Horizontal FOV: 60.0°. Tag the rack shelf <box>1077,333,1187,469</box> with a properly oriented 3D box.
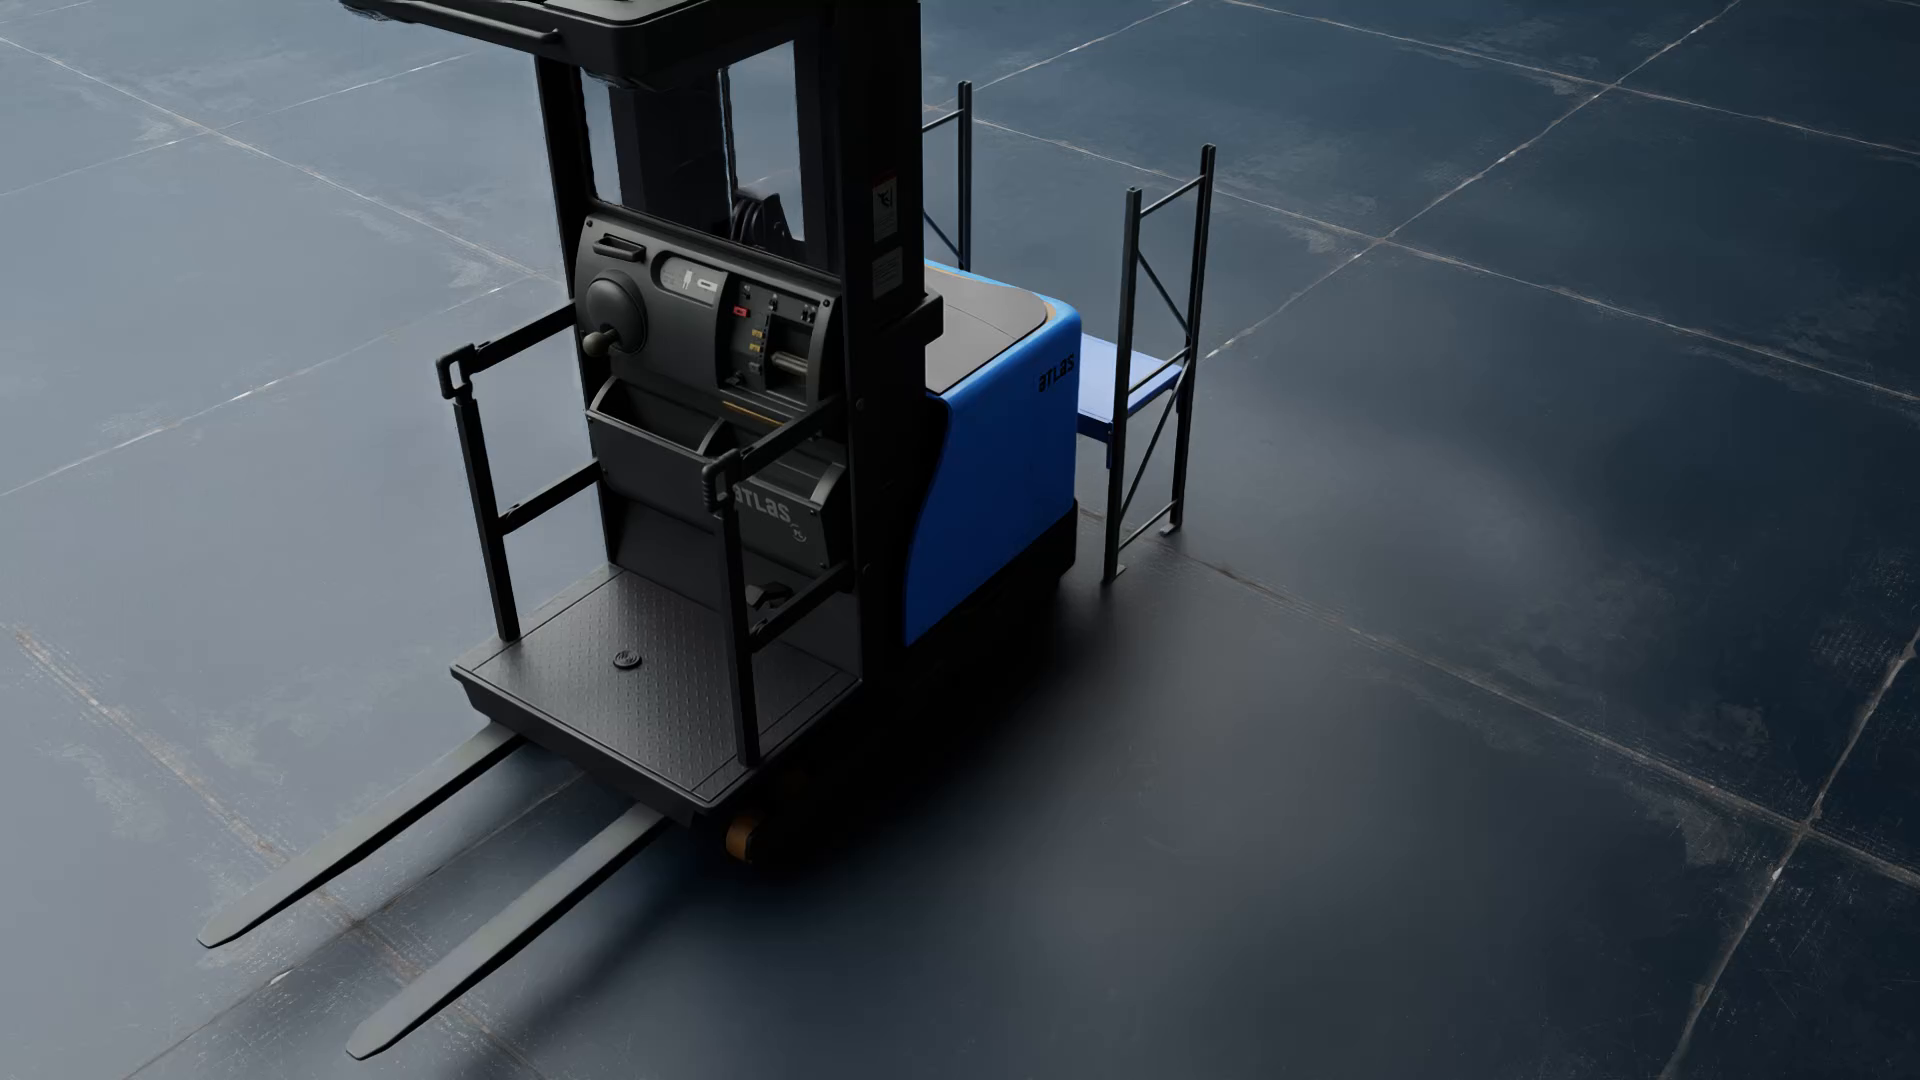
[{"bbox_3d":[0.281,-0.608,6.129,1.000,0.185,0.538,24,41,30],"label":"rack shelf"}]

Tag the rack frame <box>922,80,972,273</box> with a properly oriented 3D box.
[{"bbox_3d":[-0.122,-0.932,6.282,0.032,1.500,0.500,24,41,30],"label":"rack frame"}]

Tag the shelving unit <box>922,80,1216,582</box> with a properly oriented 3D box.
[{"bbox_3d":[0.281,-0.757,6.027,1.048,1.500,0.538,24,41,30],"label":"shelving unit"}]

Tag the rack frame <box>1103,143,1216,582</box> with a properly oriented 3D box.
[{"bbox_3d":[0.684,-0.581,5.771,0.032,1.500,0.500,24,41,30],"label":"rack frame"}]

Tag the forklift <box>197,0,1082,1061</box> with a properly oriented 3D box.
[{"bbox_3d":[-0.846,-0.573,4.495,1.130,2.935,3.031,22,40,29],"label":"forklift"}]
